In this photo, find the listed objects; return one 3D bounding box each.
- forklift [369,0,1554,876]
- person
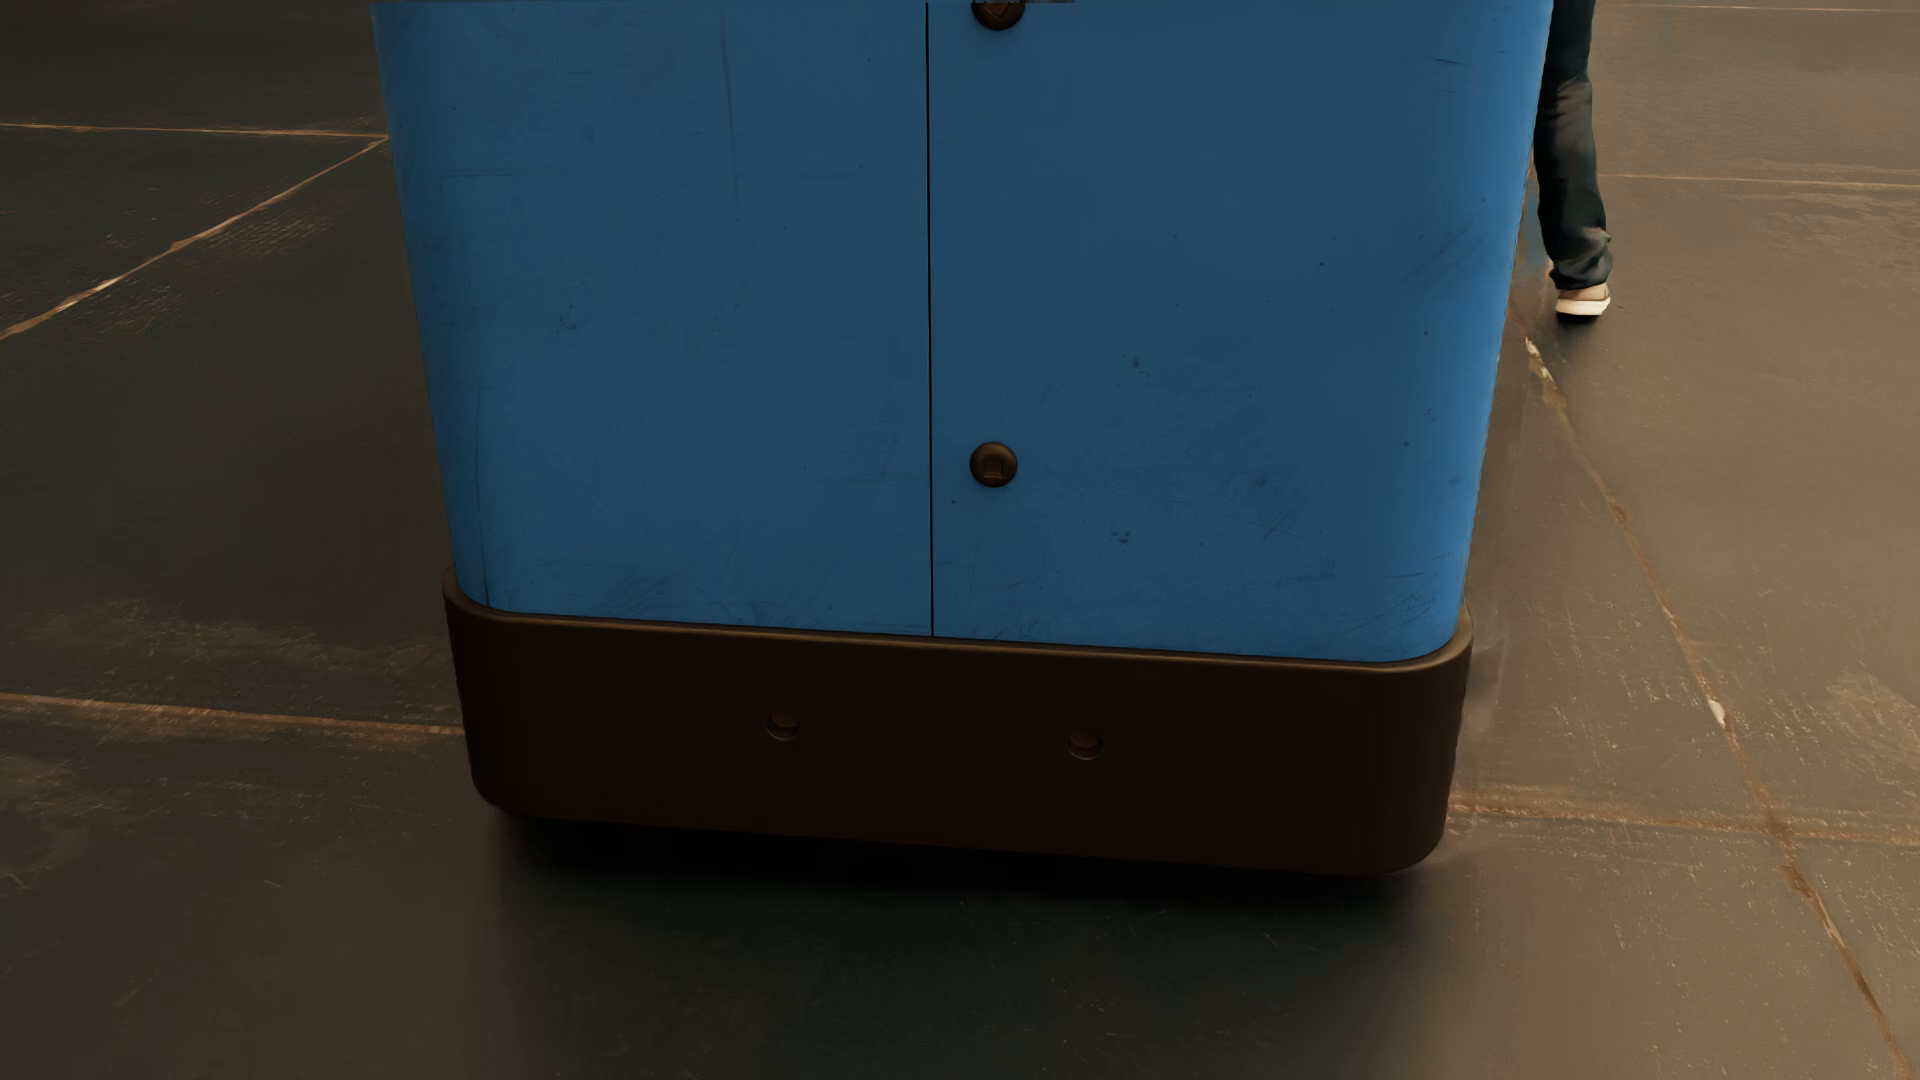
[{"bbox_3d":[0.148,-1.604,2.431,1.130,2.935,3.031,3,27,6],"label":"forklift"},{"bbox_3d":[1.022,-1.173,3.144,0.782,1.557,0.360,-3,27,-6],"label":"person"}]
